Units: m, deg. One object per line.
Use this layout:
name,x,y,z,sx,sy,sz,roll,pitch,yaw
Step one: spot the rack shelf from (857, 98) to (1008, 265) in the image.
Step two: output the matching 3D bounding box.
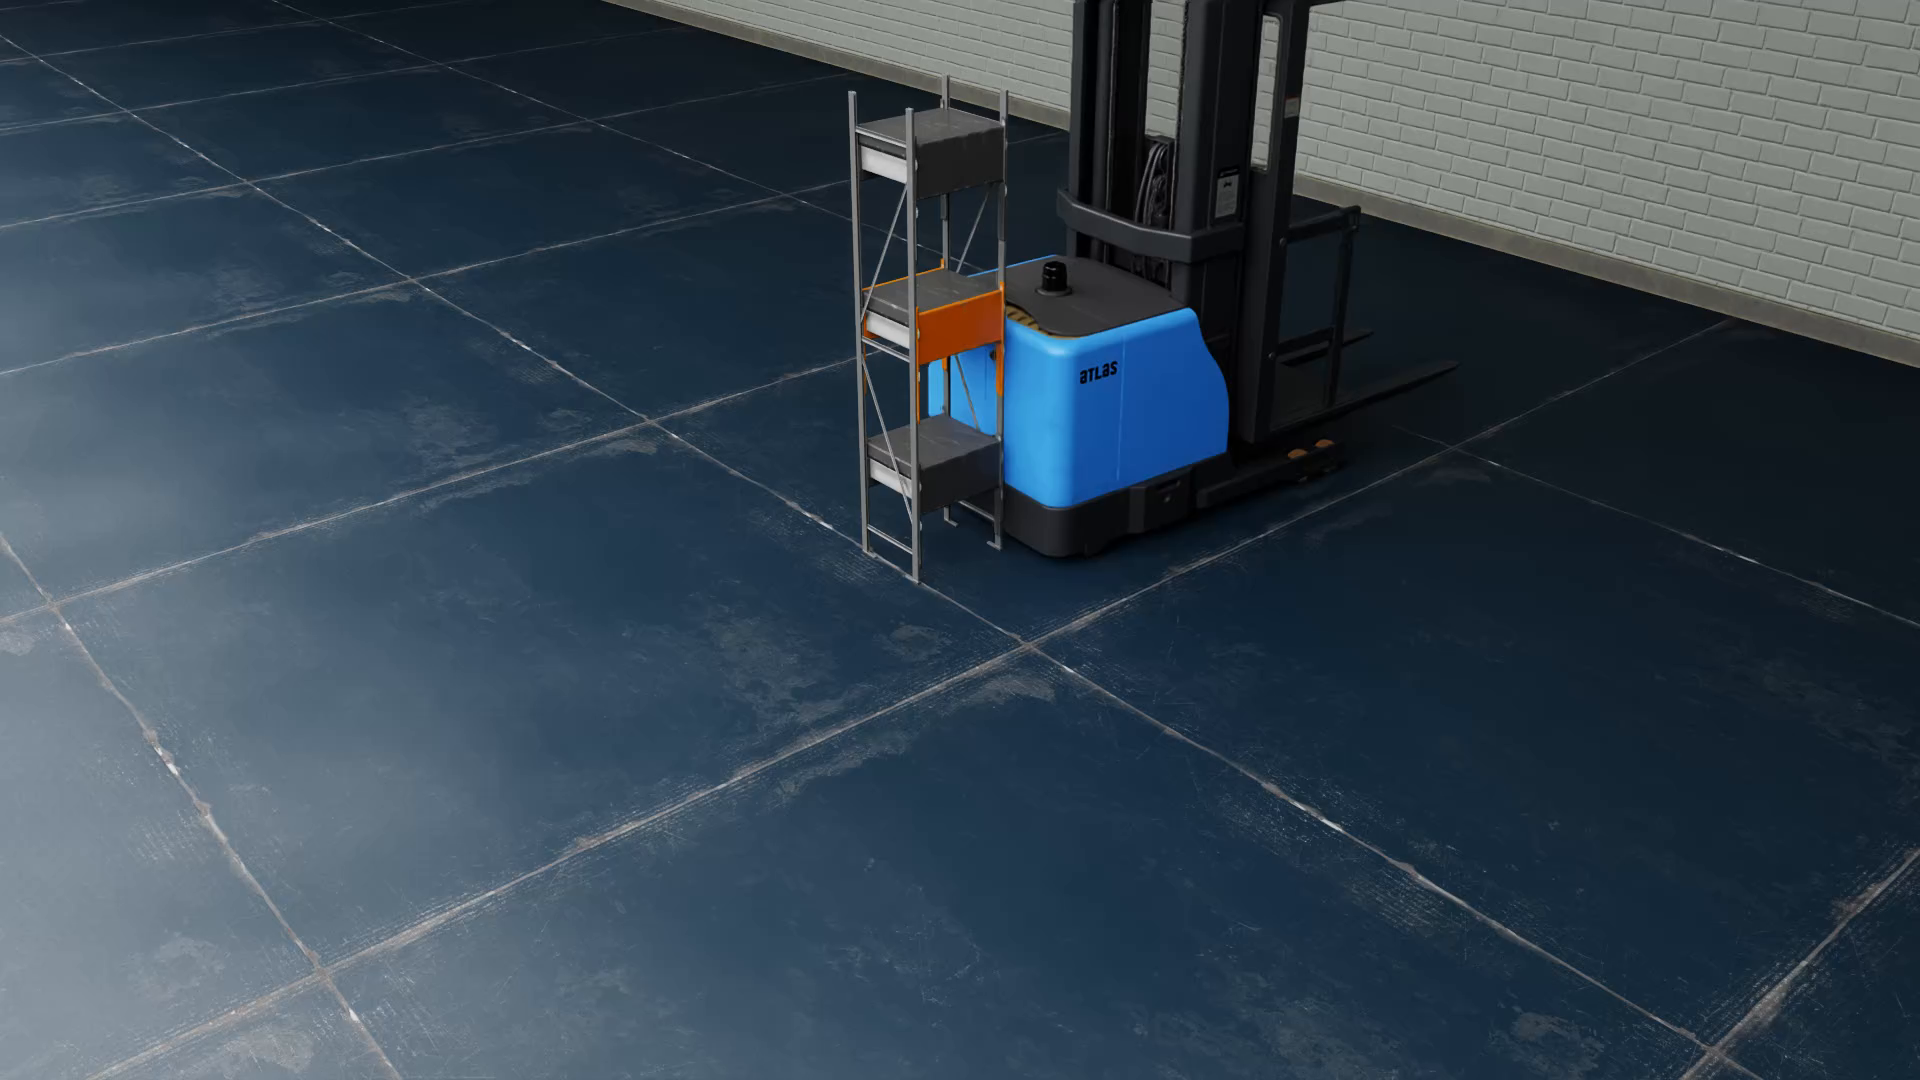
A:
rack shelf,-0.126,-1.481,6.837,0.480,0.518,0.431,-22,35,-35

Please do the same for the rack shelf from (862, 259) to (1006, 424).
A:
rack shelf,-0.126,-0.863,7.167,0.480,0.518,0.431,-22,35,-35

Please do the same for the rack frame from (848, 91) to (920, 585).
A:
rack frame,-0.312,-0.801,7.021,0.015,2.100,0.400,-22,35,-35

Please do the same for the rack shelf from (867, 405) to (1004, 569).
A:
rack shelf,-0.126,-0.246,7.497,0.480,0.518,0.431,-22,35,-35

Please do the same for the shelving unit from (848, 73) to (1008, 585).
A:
shelving unit,-0.126,-0.875,7.160,0.503,2.100,0.431,-22,35,-35

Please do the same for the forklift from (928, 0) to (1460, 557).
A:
forklift,1.319,-1.758,7.929,3.031,2.935,1.130,-19,34,-32

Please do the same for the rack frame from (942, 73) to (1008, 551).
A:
rack frame,0.060,-0.950,7.300,0.015,2.100,0.400,-22,35,-35
